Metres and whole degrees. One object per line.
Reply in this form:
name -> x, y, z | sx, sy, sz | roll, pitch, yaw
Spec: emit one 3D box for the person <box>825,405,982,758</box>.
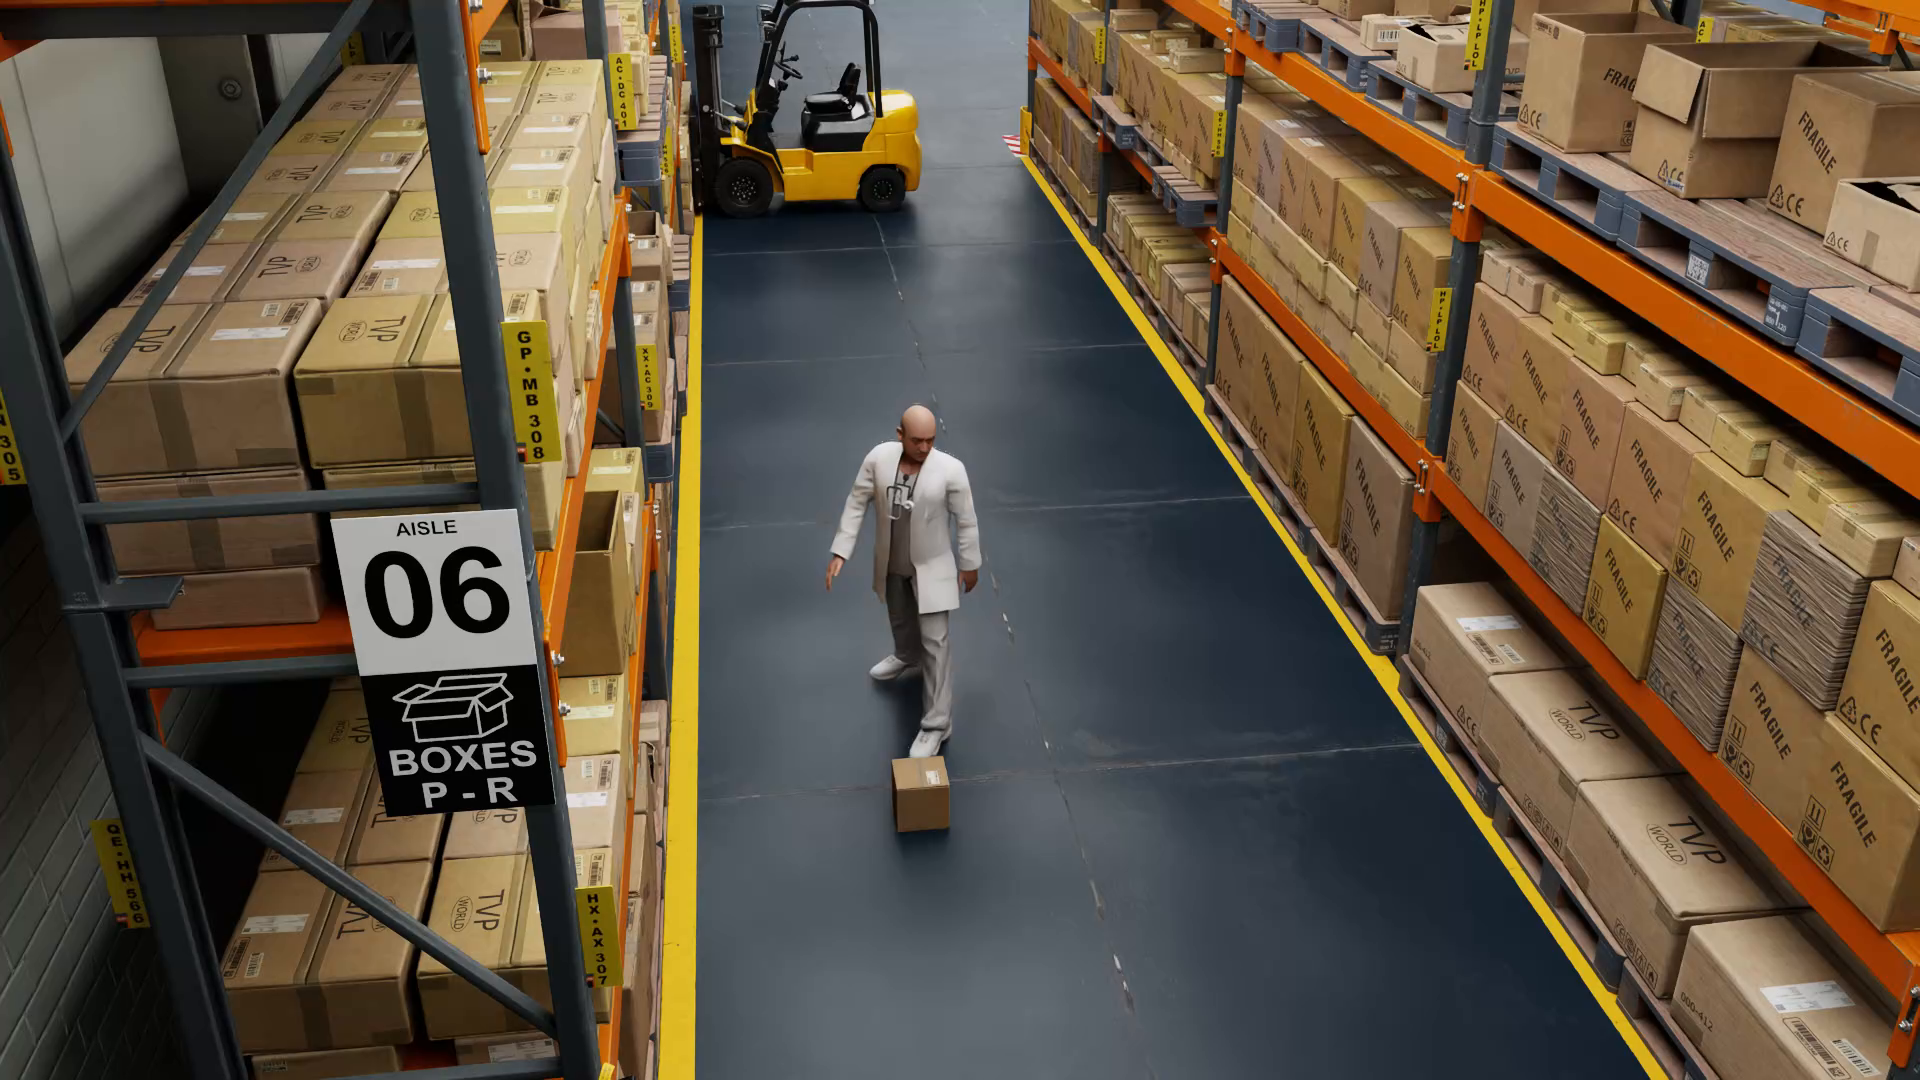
person -> -0.265, 0.117, 8.393 | 0.681, 1.730, 0.936 | 13, 30, 24
